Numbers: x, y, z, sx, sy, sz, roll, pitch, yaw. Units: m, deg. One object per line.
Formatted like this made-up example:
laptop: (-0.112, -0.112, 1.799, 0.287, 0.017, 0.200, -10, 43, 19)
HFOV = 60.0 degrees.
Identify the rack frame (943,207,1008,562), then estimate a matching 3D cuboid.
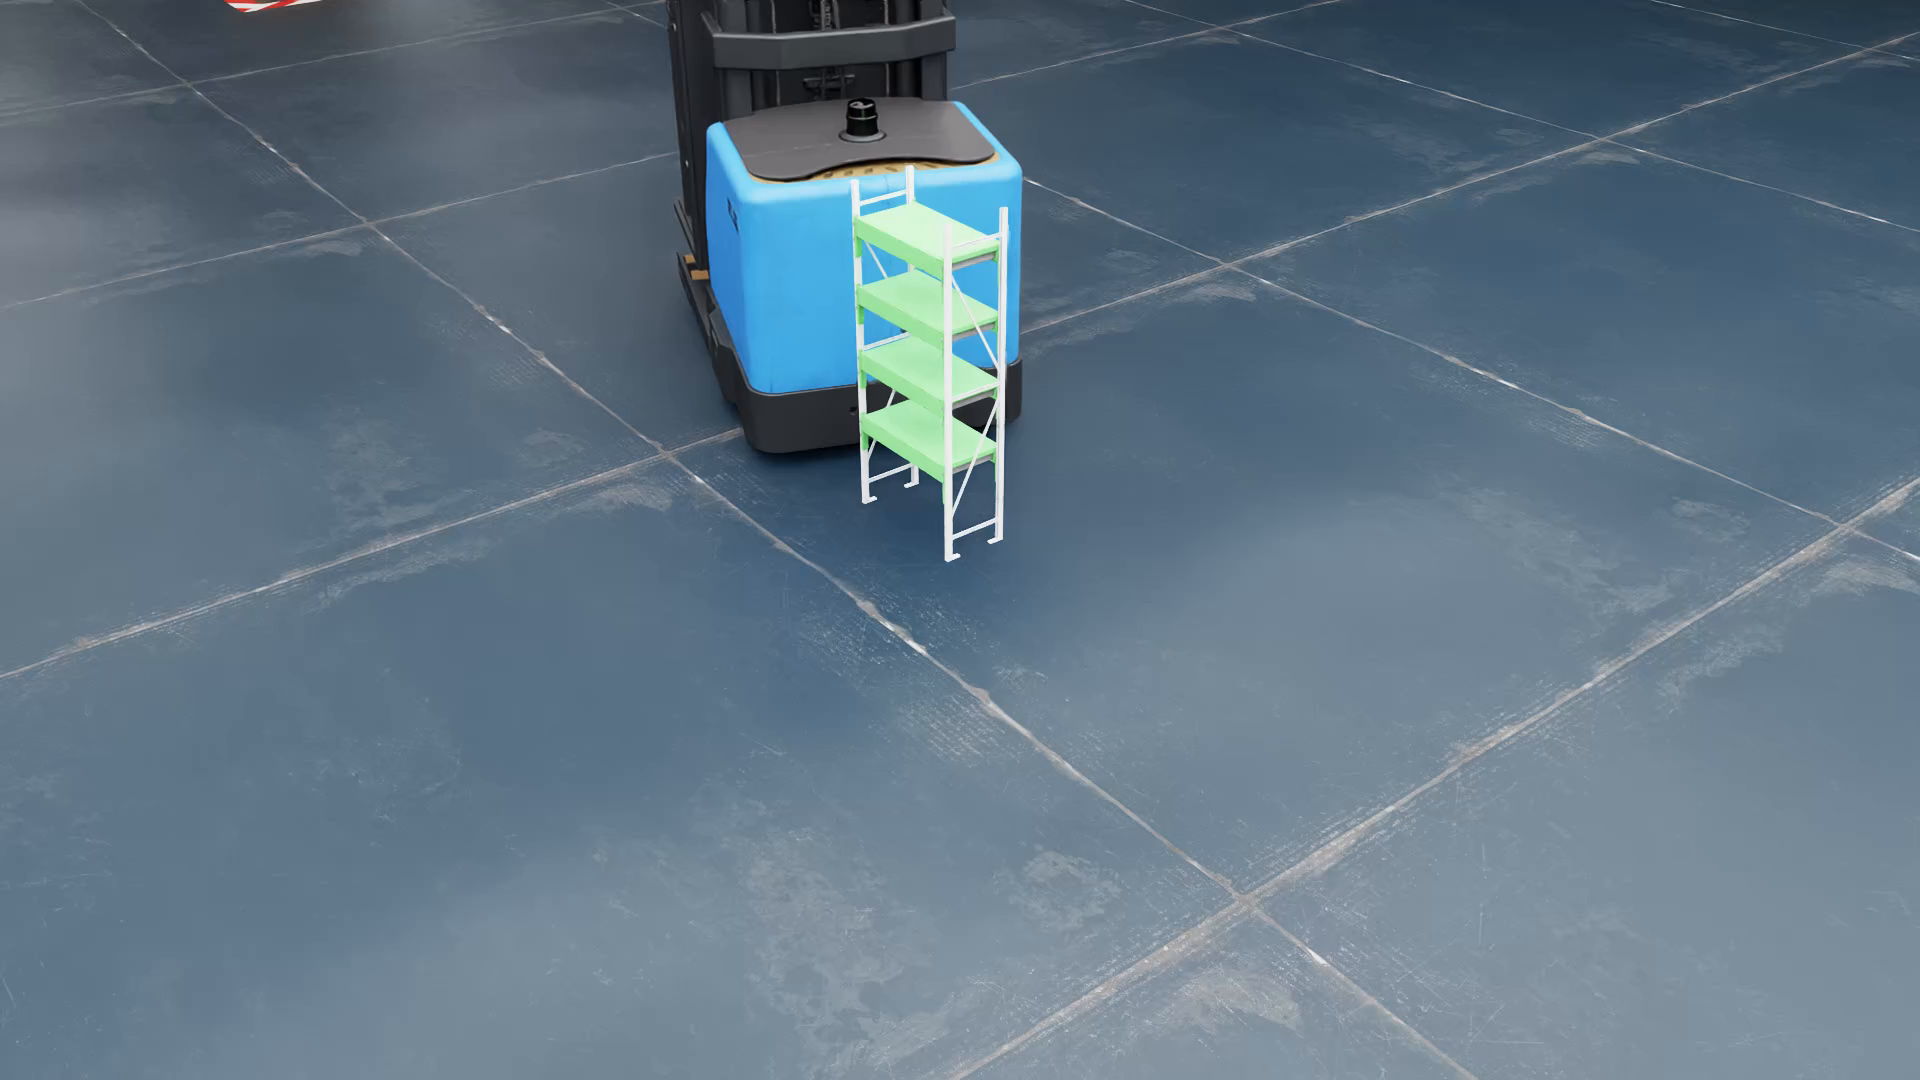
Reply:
rack frame: (0.048, -0.477, 5.381, 0.240, 1.200, 0.015, -22, 38, -31)

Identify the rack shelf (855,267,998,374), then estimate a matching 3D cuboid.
rack shelf: (-0.101, -0.728, 5.452, 0.258, 0.148, 0.480, -22, 38, -31)

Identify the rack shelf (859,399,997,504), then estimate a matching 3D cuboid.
rack shelf: (-0.102, -0.321, 5.705, 0.258, 0.148, 0.480, -22, 38, -31)

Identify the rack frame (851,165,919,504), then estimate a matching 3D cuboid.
rack frame: (-0.251, -0.680, 5.708, 0.240, 1.200, 0.015, -22, 38, -31)

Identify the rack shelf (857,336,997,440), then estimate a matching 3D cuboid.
rack shelf: (-0.102, -0.524, 5.578, 0.258, 0.148, 0.480, -22, 38, -31)

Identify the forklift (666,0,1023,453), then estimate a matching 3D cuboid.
forklift: (-0.656, -2.333, 6.729, 1.130, 2.935, 3.031, -9, 33, -13)

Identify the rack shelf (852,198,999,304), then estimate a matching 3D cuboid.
rack shelf: (-0.101, -0.932, 5.325, 0.258, 0.148, 0.480, -22, 38, -31)

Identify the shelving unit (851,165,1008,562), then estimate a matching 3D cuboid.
shelving unit: (-0.102, -0.579, 5.545, 0.258, 1.200, 0.503, -22, 38, -31)
